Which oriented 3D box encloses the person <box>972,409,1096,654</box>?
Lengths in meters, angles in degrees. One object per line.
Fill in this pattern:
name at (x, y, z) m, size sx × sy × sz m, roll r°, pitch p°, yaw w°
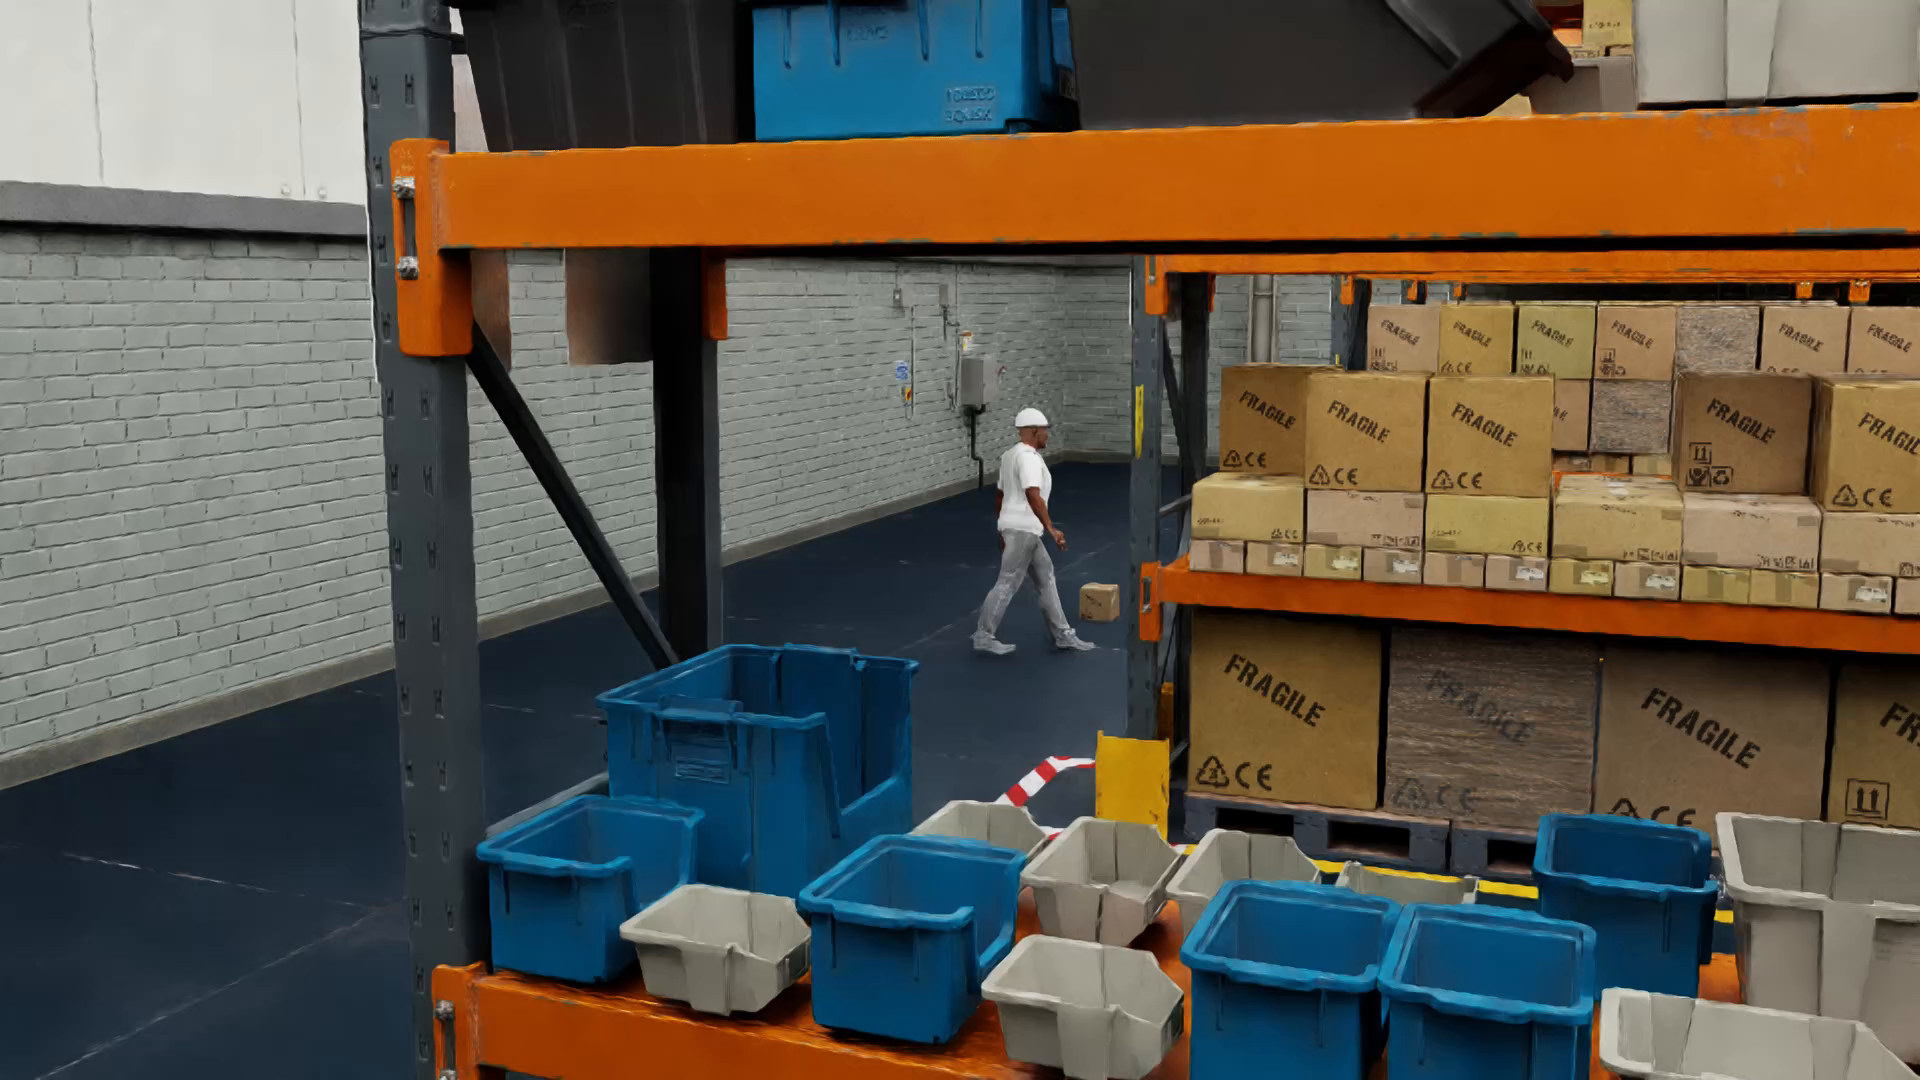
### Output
person at (0.528, -0.053, 11.788) m, size 0.916 × 1.738 × 0.725 m, roll -1°, pitch 9°, yaw -6°
